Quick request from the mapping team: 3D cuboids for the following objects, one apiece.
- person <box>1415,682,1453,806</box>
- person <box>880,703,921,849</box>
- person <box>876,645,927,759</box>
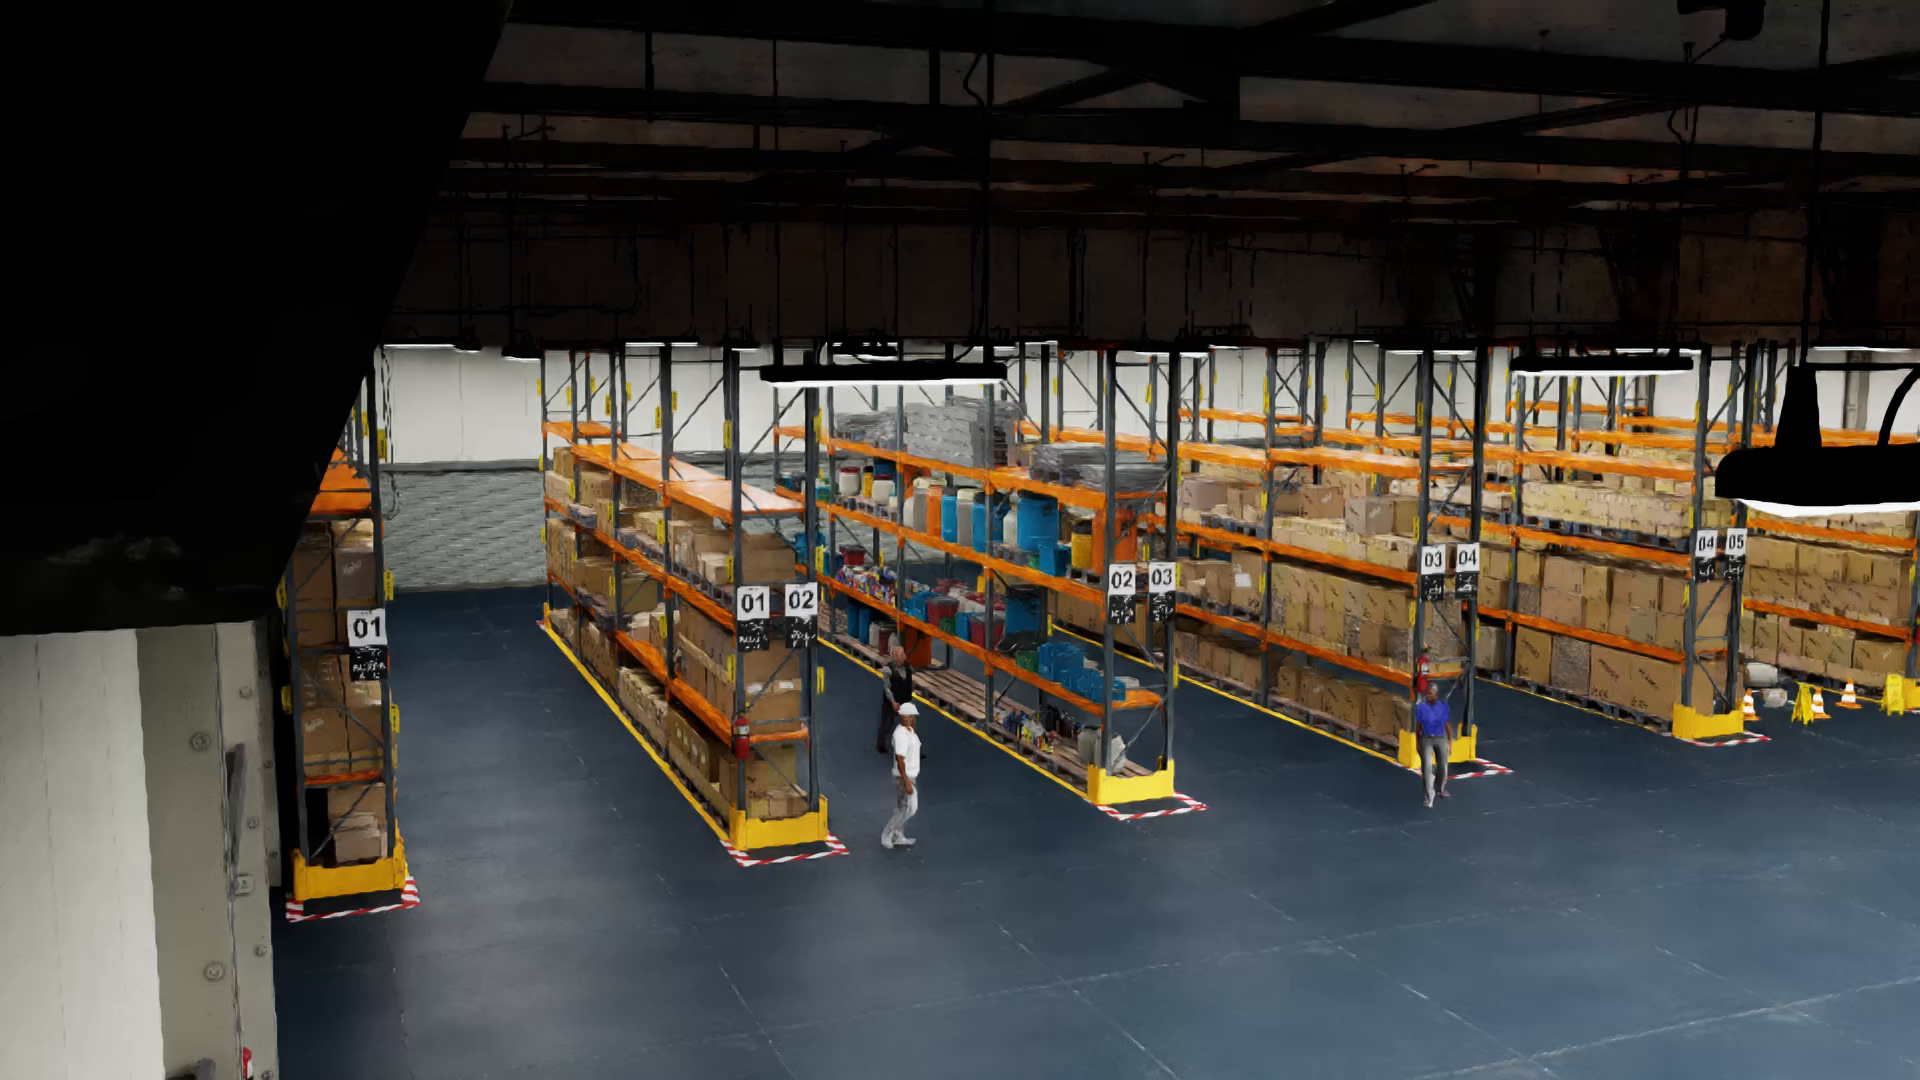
[{"bbox_3d":[6.286,2.674,22.019,0.515,1.629,0.540,2,8,14],"label":"person"},{"bbox_3d":[-0.718,2.843,20.089,0.463,1.761,0.720,1,7,7],"label":"person"},{"bbox_3d":[-0.904,2.355,24.246,0.538,1.661,1.029,-4,9,-30],"label":"person"}]
